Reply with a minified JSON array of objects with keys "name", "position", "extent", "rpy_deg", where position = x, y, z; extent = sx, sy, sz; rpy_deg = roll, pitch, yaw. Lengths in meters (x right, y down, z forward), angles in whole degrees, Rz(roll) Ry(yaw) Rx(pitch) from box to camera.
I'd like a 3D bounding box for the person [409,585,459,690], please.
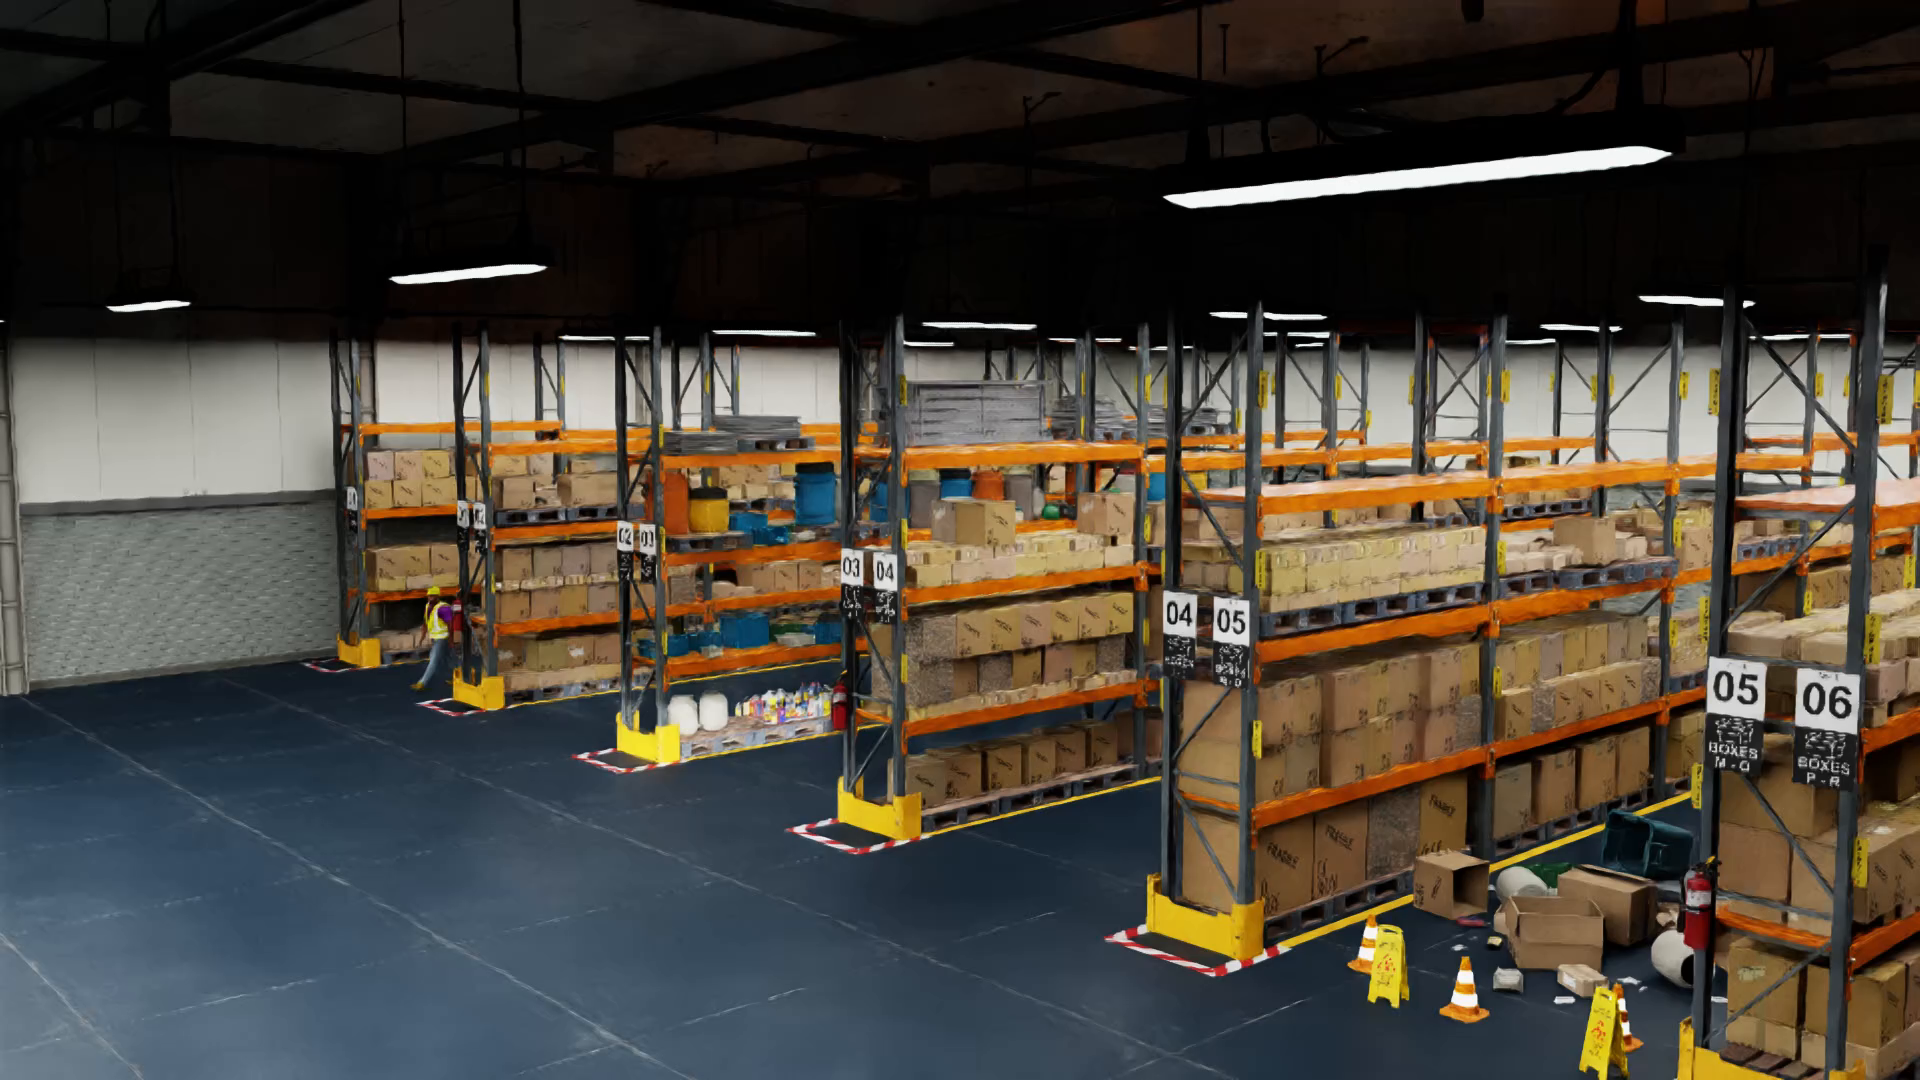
[{"name":"person","position":[-8.638,1.588,27.394],"extent":[1.041,1.695,0.576],"rpy_deg":[-6,8,-45]}]
